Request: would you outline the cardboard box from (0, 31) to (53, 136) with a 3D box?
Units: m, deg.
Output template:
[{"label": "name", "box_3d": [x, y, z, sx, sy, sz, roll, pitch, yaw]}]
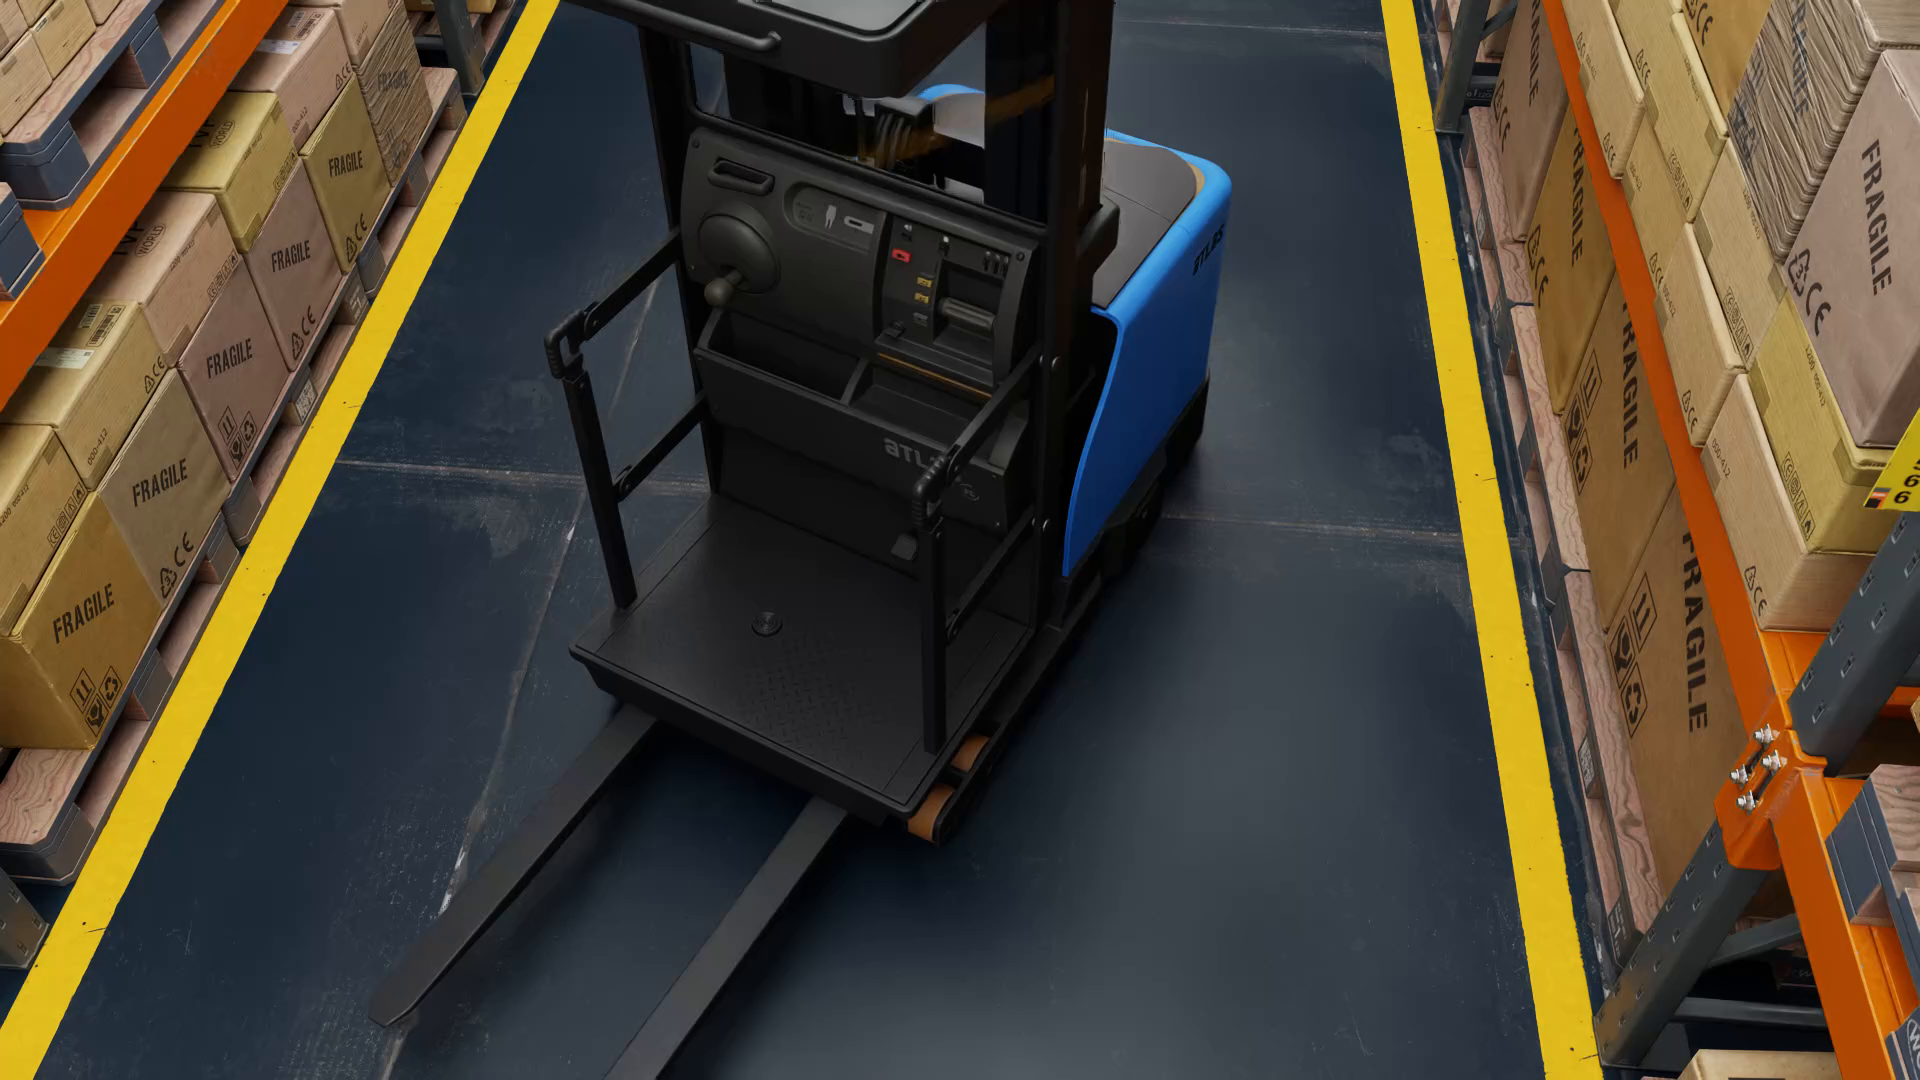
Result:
[{"label": "cardboard box", "box_3d": [-2.533, -1.155, 4.159, 0.380, 0.149, 0.250, 5, 48, 5]}]

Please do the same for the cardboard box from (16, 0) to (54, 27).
[{"label": "cardboard box", "box_3d": [-2.509, -1.438, 4.217, 0.380, 0.149, 0.250, 3, 48, 3]}]

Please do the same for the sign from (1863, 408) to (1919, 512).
[{"label": "sign", "box_3d": [1.517, -0.160, 2.579, 0.100, 0.325, 0.005, 4, 48, 4]}]

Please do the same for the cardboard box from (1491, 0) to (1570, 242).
[{"label": "cardboard box", "box_3d": [2.458, -1.637, 5.870, 0.875, 0.875, 0.875, 5, 48, 5]}]

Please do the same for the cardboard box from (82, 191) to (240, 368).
[{"label": "cardboard box", "box_3d": [-2.461, -0.770, 4.823, 0.500, 0.250, 0.500, 4, 48, 4]}]

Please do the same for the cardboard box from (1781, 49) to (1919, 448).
[{"label": "cardboard box", "box_3d": [1.857, -0.503, 2.932, 0.500, 0.500, 0.500, 3, 48, 2]}]

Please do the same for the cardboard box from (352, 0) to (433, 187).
[{"label": "cardboard box", "box_3d": [-2.321, -1.670, 6.154, 0.500, 0.500, 0.500, 3, 48, 3]}]

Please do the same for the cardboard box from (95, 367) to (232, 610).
[{"label": "cardboard box", "box_3d": [-2.508, -0.163, 4.776, 0.500, 0.500, 0.500, 4, 48, 4]}]

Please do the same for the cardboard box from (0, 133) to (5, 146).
[{"label": "cardboard box", "box_3d": [-2.555, -0.959, 3.980, 0.380, 0.149, 0.250, 6, 48, 5]}]

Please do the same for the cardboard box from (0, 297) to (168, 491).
[{"label": "cardboard box", "box_3d": [-2.519, -0.407, 4.491, 0.500, 0.250, 0.500, 3, 48, 3]}]

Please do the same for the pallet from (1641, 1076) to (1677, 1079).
[{"label": "pallet", "box_3d": [1.997, 1.781, 3.478, 1.003, 0.211, 1.213, 4, 48, 4]}]

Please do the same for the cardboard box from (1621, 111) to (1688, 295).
[{"label": "cardboard box", "box_3d": [1.950, -0.818, 4.067, 0.500, 0.250, 0.500, 3, 48, 3]}]

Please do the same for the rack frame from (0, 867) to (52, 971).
[{"label": "rack frame", "box_3d": [-2.869, 0.007, 3.211, 1.000, 3.000, 0.127, 4, 48, 4]}]

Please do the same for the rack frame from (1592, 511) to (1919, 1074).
[{"label": "rack frame", "box_3d": [2.070, 0.266, 2.974, 1.000, 3.000, 0.127, 4, 48, 4]}]

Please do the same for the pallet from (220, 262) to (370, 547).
[{"label": "pallet", "box_3d": [-2.682, -0.520, 5.583, 1.003, 0.211, 1.213, 4, 48, 4]}]

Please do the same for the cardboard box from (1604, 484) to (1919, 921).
[{"label": "cardboard box", "box_3d": [2.216, 0.339, 4.062, 0.875, 0.875, 0.875, 3, 48, 3]}]

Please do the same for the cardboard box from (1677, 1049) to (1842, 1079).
[{"label": "cardboard box", "box_3d": [2.008, 1.425, 3.410, 0.950, 0.372, 0.625, 1, 48, 1]}]

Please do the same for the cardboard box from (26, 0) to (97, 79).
[{"label": "cardboard box", "box_3d": [-2.508, -1.340, 4.328, 0.380, 0.149, 0.250, 4, 48, 4]}]

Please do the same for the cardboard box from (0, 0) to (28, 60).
[{"label": "cardboard box", "box_3d": [-2.535, -1.256, 4.050, 0.380, 0.149, 0.250, 4, 48, 4]}]

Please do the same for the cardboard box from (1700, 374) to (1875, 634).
[{"label": "cardboard box", "box_3d": [1.857, -0.073, 3.385, 0.500, 0.250, 0.500, 2, 48, 2]}]

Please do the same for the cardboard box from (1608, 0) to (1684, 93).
[{"label": "cardboard box", "box_3d": [1.977, -1.362, 4.225, 0.500, 0.250, 0.500, 3, 48, 2]}]

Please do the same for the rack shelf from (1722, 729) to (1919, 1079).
[{"label": "rack shelf", "box_3d": [1.888, 1.978, 1.895, 1.077, 0.370, 4.000, 4, 48, 4]}]

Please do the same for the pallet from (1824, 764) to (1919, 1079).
[{"label": "pallet", "box_3d": [2.111, 0.861, 2.559, 1.213, 0.211, 1.003, 4, 48, 4]}]

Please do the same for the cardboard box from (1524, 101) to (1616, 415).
[{"label": "cardboard box", "box_3d": [2.383, -0.973, 5.262, 0.875, 0.875, 0.875, 5, 48, 5]}]

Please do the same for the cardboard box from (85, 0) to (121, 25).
[{"label": "cardboard box", "box_3d": [-2.483, -1.531, 4.503, 0.380, 0.149, 0.250, 2, 48, 2]}]

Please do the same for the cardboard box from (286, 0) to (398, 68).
[{"label": "cardboard box", "box_3d": [-2.320, -1.919, 5.874, 0.500, 0.250, 0.500, 3, 48, 2]}]

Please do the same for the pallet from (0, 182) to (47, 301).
[{"label": "pallet", "box_3d": [-2.910, -0.459, 3.767, 1.213, 0.211, 1.003, 4, 48, 4]}]

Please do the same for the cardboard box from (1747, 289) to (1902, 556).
[{"label": "cardboard box", "box_3d": [1.861, -0.225, 3.186, 0.500, 0.250, 0.500, 4, 48, 3]}]

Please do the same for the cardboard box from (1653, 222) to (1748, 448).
[{"label": "cardboard box", "box_3d": [1.888, -0.449, 3.730, 0.500, 0.250, 0.500, 5, 48, 4]}]

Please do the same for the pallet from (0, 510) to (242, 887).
[{"label": "pallet", "box_3d": [-2.796, 0.374, 4.765, 1.003, 0.211, 1.213, 4, 48, 4]}]

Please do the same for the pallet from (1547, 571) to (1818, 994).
[{"label": "pallet", "box_3d": [2.217, 0.633, 4.528, 1.003, 0.211, 1.213, 4, 48, 4]}]

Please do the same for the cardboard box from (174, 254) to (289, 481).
[{"label": "cardboard box", "box_3d": [-2.466, -0.541, 5.121, 0.500, 0.500, 0.500, 3, 48, 3]}]

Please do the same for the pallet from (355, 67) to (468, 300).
[{"label": "pallet", "box_3d": [-2.574, -1.419, 6.405, 1.003, 0.211, 1.213, 4, 48, 4]}]

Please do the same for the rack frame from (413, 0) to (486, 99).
[{"label": "rack frame", "box_3d": [-2.504, -2.932, 5.899, 1.000, 3.000, 0.127, 4, 48, 4]}]

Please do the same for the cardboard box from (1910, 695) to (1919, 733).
[{"label": "cardboard box", "box_3d": [1.798, 0.305, 2.384, 0.500, 0.500, 0.500, 3, 48, 2]}]

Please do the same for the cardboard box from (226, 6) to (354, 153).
[{"label": "cardboard box", "box_3d": [-2.380, -1.542, 5.529, 0.500, 0.250, 0.500, 6, 48, 5]}]

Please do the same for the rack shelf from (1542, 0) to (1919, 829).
[{"label": "rack shelf", "box_3d": [2.252, -0.961, 4.584, 1.077, 0.370, 4.000, 4, 48, 4]}]

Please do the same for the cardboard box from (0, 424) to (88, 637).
[{"label": "cardboard box", "box_3d": [-2.565, -0.035, 4.150, 0.500, 0.250, 0.500, 2, 48, 2]}]

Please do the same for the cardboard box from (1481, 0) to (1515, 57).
[{"label": "cardboard box", "box_3d": [2.599, -2.405, 6.868, 0.875, 0.438, 0.875, 3, 48, 3]}]

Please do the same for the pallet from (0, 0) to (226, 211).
[{"label": "pallet", "box_3d": [-2.729, -1.386, 4.615, 1.003, 0.211, 1.213, 4, 48, 4]}]

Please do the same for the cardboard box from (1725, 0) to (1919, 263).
[{"label": "cardboard box", "box_3d": [1.895, -0.881, 3.277, 0.500, 0.500, 0.500, 5, 48, 4]}]

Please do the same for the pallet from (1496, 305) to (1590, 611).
[{"label": "pallet", "box_3d": [2.331, -0.262, 5.346, 1.003, 0.211, 1.213, 4, 48, 4]}]

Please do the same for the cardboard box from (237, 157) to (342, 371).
[{"label": "cardboard box", "box_3d": [-2.419, -0.916, 5.464, 0.500, 0.500, 0.500, 3, 48, 3]}]

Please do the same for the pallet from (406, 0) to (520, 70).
[{"label": "pallet", "box_3d": [-2.478, -2.487, 7.382, 1.003, 0.211, 1.213, 4, 48, 4]}]

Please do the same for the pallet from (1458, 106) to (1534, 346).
[{"label": "pallet", "box_3d": [2.439, -1.160, 6.168, 1.003, 0.211, 1.213, 4, 48, 4]}]

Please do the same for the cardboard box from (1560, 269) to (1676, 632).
[{"label": "cardboard box", "box_3d": [2.301, -0.316, 4.662, 0.875, 0.875, 0.875, 4, 48, 4]}]

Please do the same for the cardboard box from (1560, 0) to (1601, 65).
[{"label": "cardboard box", "box_3d": [2.023, -1.562, 4.747, 0.500, 0.250, 0.500, 4, 48, 3]}]

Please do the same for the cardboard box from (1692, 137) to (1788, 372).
[{"label": "cardboard box", "box_3d": [1.904, -0.602, 3.531, 0.500, 0.250, 0.500, 3, 48, 3]}]

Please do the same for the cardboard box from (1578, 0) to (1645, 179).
[{"label": "cardboard box", "box_3d": [1.969, -1.195, 4.412, 0.500, 0.250, 0.500, 3, 48, 3]}]

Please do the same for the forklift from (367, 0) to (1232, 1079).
[{"label": "forklift", "box_3d": [-0.364, -0.567, 3.782, 1.130, 2.935, 3.031, 23, 51, 19]}]

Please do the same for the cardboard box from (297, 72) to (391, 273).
[{"label": "cardboard box", "box_3d": [-2.368, -1.293, 5.809, 0.500, 0.500, 0.500, 3, 48, 3]}]

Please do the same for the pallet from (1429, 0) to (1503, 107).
[{"label": "pallet", "box_3d": [2.582, -2.286, 7.198, 1.003, 0.211, 1.213, 4, 48, 4]}]

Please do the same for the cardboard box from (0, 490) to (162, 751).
[{"label": "cardboard box", "box_3d": [-2.550, 0.206, 4.438, 0.500, 0.500, 0.500, 2, 48, 2]}]

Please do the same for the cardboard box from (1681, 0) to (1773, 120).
[{"label": "cardboard box", "box_3d": [1.947, -1.245, 3.611, 0.500, 0.500, 0.500, 4, 48, 4]}]

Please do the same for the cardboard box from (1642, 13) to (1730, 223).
[{"label": "cardboard box", "box_3d": [1.930, -0.980, 3.876, 0.500, 0.250, 0.500, 3, 48, 3]}]

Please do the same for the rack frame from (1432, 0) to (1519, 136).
[{"label": "rack frame", "box_3d": [2.434, -2.674, 5.663, 1.000, 3.000, 0.127, 4, 48, 4]}]

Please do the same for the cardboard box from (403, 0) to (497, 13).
[{"label": "cardboard box", "box_3d": [-2.151, -2.358, 7.021, 0.380, 0.149, 0.250, 2, 48, 2]}]

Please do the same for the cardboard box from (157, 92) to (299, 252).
[{"label": "cardboard box", "box_3d": [-2.414, -1.153, 5.173, 0.500, 0.250, 0.500, 2, 48, 2]}]
